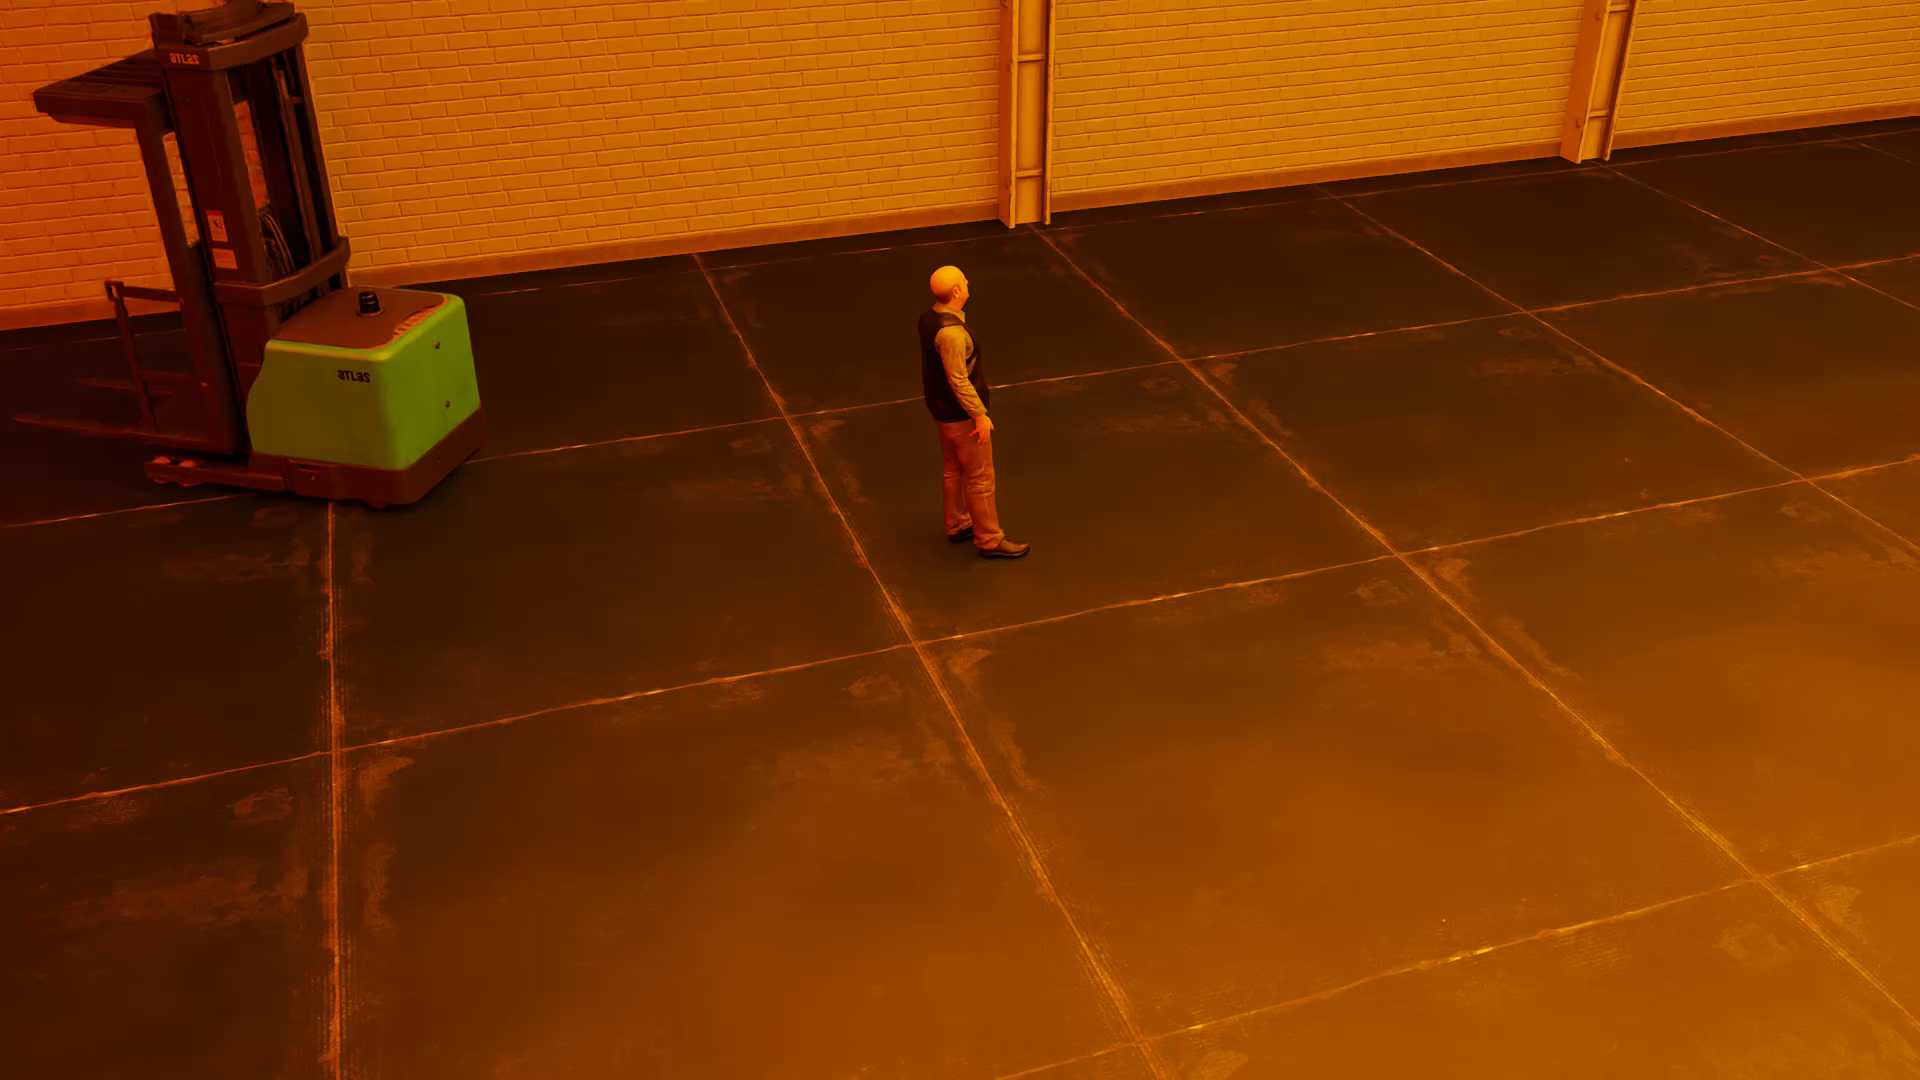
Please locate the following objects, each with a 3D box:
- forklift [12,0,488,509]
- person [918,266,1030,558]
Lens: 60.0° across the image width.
[{"bbox_3d":[-4.713,-1.854,10.309,3.031,2.935,1.130,7,31,12],"label":"forklift"},{"bbox_3d":[0.061,-0.758,9.603,0.568,1.720,0.632,-10,31,-16],"label":"person"}]
